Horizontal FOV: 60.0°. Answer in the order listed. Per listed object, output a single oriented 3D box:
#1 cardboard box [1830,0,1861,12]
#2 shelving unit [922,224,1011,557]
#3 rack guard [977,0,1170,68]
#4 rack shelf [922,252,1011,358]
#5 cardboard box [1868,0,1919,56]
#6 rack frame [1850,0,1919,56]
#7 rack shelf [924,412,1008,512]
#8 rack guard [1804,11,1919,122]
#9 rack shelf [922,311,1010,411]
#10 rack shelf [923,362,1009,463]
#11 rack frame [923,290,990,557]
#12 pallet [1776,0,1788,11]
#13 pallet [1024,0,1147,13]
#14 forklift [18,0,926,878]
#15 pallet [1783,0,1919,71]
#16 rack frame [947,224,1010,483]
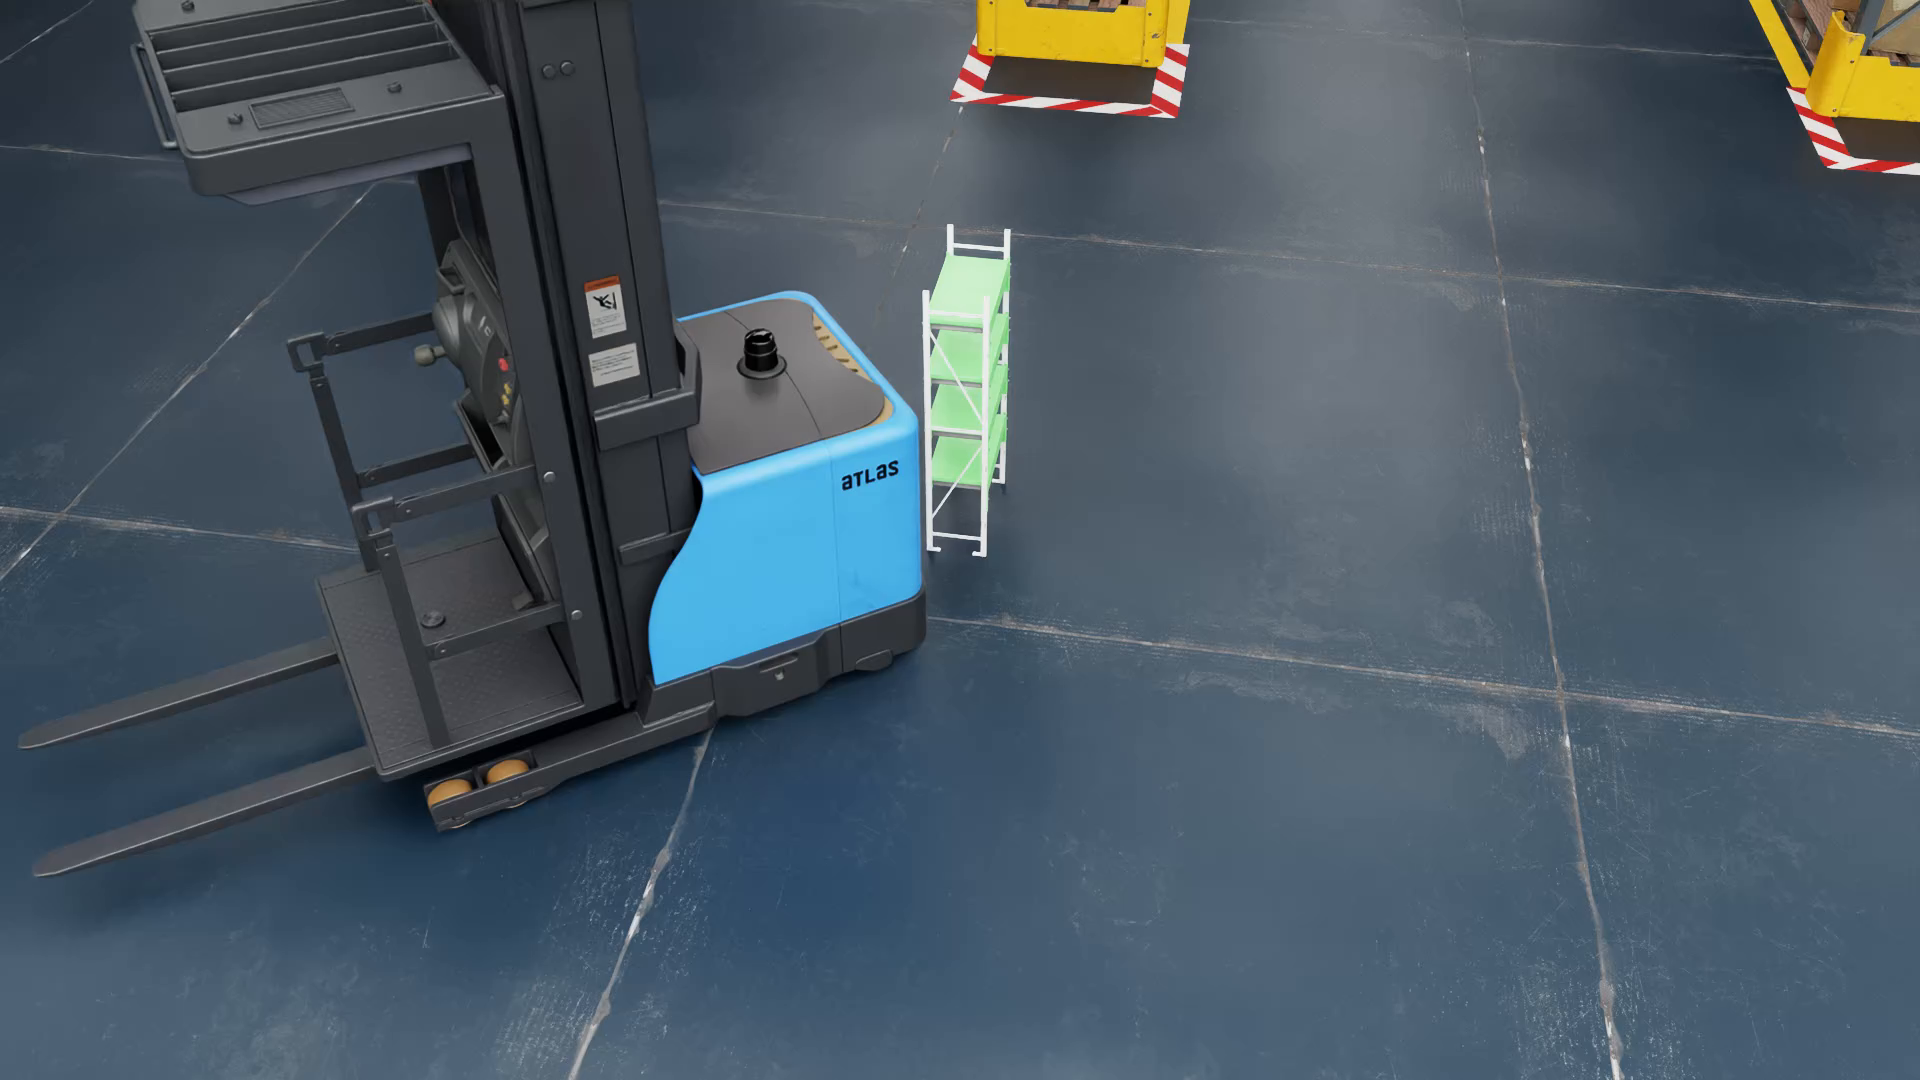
[{"bbox_3d":[5.807,-3.613,10.398,0.500,0.500,0.500,17,42,19],"label":"cardboard box"},{"bbox_3d":[0.029,-0.566,6.493,0.258,1.200,0.503,6,40,8],"label":"shelving unit"},{"bbox_3d":[0.701,-3.281,10.326,1.175,0.500,0.348,6,40,8],"label":"rack guard"},{"bbox_3d":[0.029,-0.887,6.228,0.258,0.148,0.480,6,40,8],"label":"rack shelf"},{"bbox_3d":[5.737,-3.234,9.940,0.500,0.500,0.500,14,41,16],"label":"cardboard box"},{"bbox_3d":[5.613,-3.645,8.805,1.000,3.000,0.127,6,40,8],"label":"rack frame"},{"bbox_3d":[0.029,-0.332,6.687,0.258,0.148,0.480,6,40,8],"label":"rack shelf"},{"bbox_3d":[5.626,-2.730,9.659,1.175,0.500,0.348,6,40,8],"label":"rack guard"},{"bbox_3d":[0.029,-0.702,6.381,0.258,0.148,0.480,6,40,8],"label":"rack shelf"},{"bbox_3d":[0.029,-0.517,6.534,0.258,0.148,0.480,6,40,8],"label":"rack shelf"},{"bbox_3d":[-0.014,-0.413,6.308,0.240,1.200,0.015,6,40,8],"label":"rack frame"},{"bbox_3d":[6.015,-3.888,11.287,1.003,0.211,1.213,6,40,8],"label":"pallet"},{"bbox_3d":[0.847,-3.679,11.034,1.003,0.211,1.213,6,40,8],"label":"pallet"},{"bbox_3d":[-1.674,-0.549,5.114,3.031,2.935,1.130,-18,43,-21],"label":"forklift"},{"bbox_3d":[5.801,-3.124,10.363,1.003,0.211,1.213,6,40,8],"label":"pallet"},{"bbox_3d":[0.071,-0.719,6.679,0.240,1.200,0.015,6,40,8],"label":"rack frame"}]
